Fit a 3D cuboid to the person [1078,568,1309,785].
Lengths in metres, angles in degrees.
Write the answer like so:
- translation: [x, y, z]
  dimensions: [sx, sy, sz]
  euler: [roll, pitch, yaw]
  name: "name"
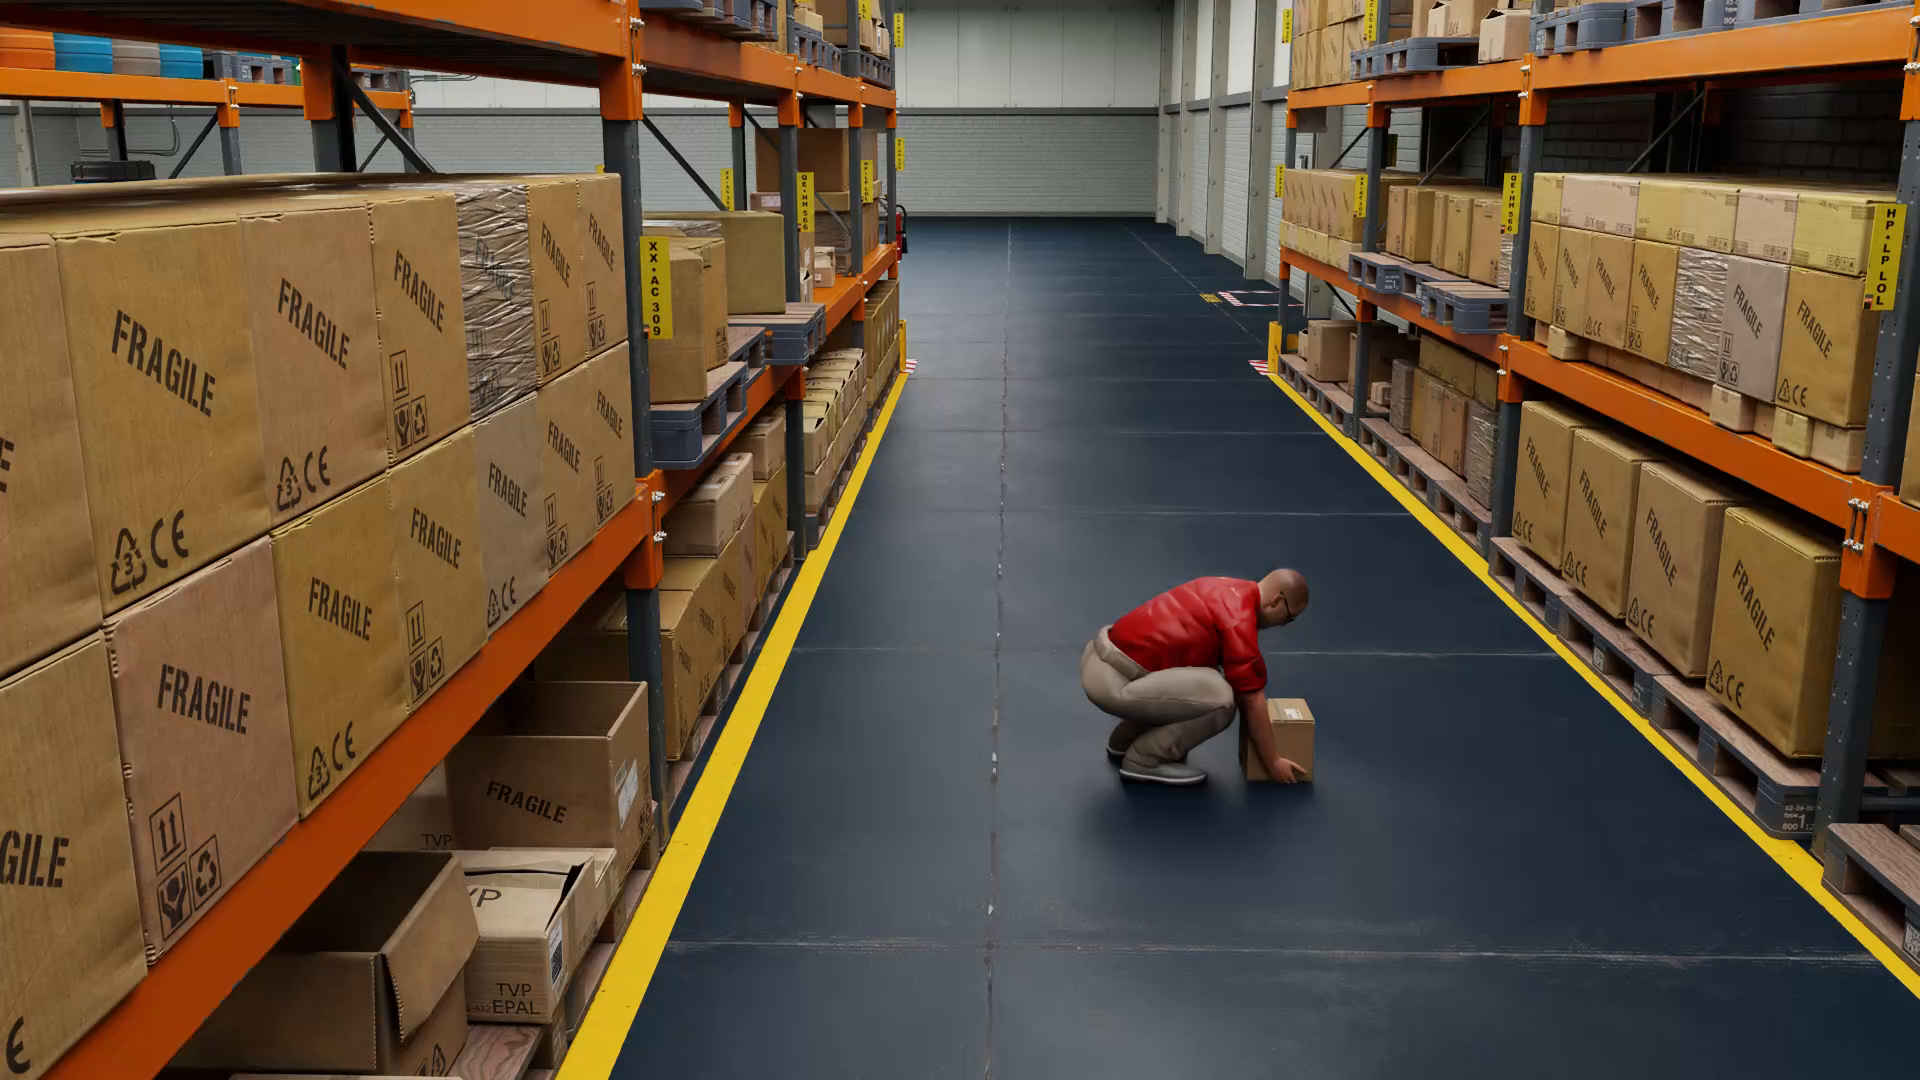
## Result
- translation: [0.928, 0.543, 6.430]
  dimensions: [0.826, 0.840, 0.534]
  euler: [0, 14, 1]
  name: "person"
